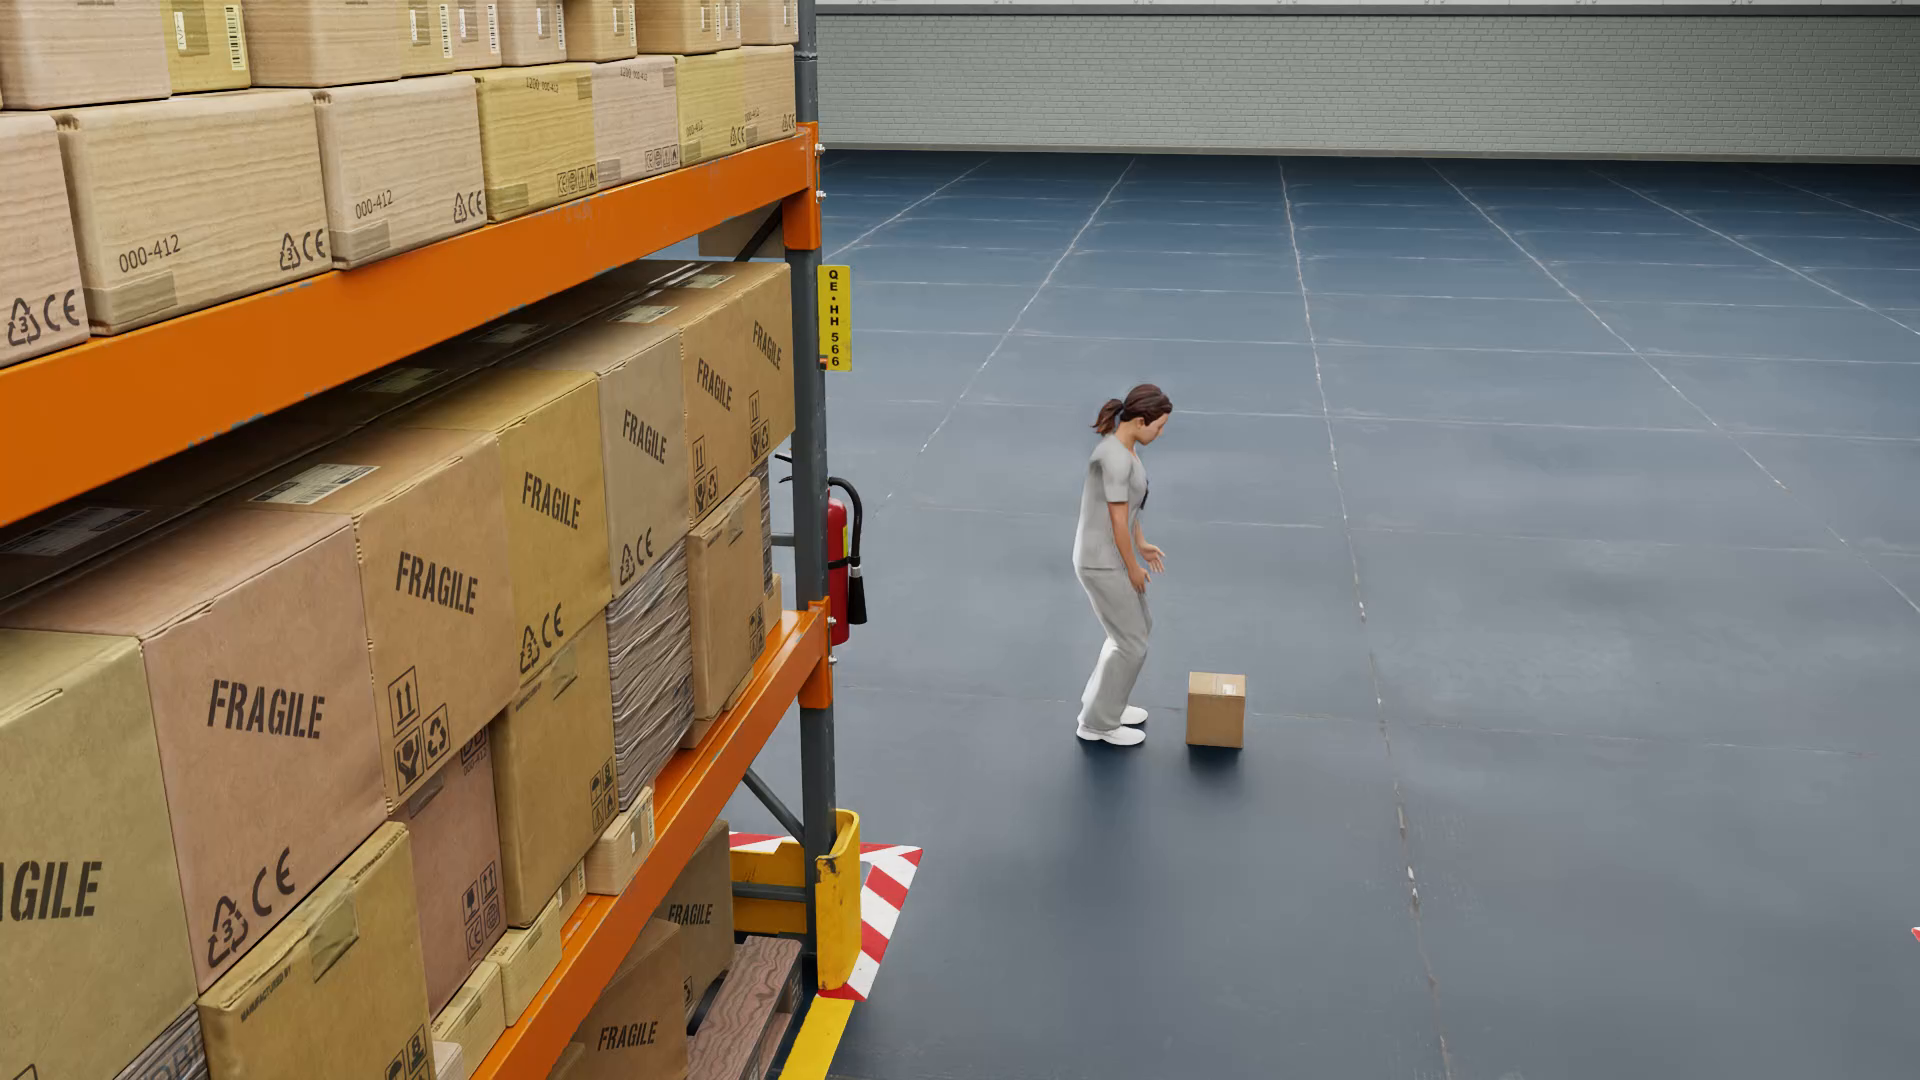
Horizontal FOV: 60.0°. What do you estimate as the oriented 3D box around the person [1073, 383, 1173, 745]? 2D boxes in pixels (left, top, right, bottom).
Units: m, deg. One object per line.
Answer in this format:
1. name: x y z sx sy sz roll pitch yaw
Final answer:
1. person: 0.711 0.093 7.381 0.406 1.616 0.464 3 18 10
